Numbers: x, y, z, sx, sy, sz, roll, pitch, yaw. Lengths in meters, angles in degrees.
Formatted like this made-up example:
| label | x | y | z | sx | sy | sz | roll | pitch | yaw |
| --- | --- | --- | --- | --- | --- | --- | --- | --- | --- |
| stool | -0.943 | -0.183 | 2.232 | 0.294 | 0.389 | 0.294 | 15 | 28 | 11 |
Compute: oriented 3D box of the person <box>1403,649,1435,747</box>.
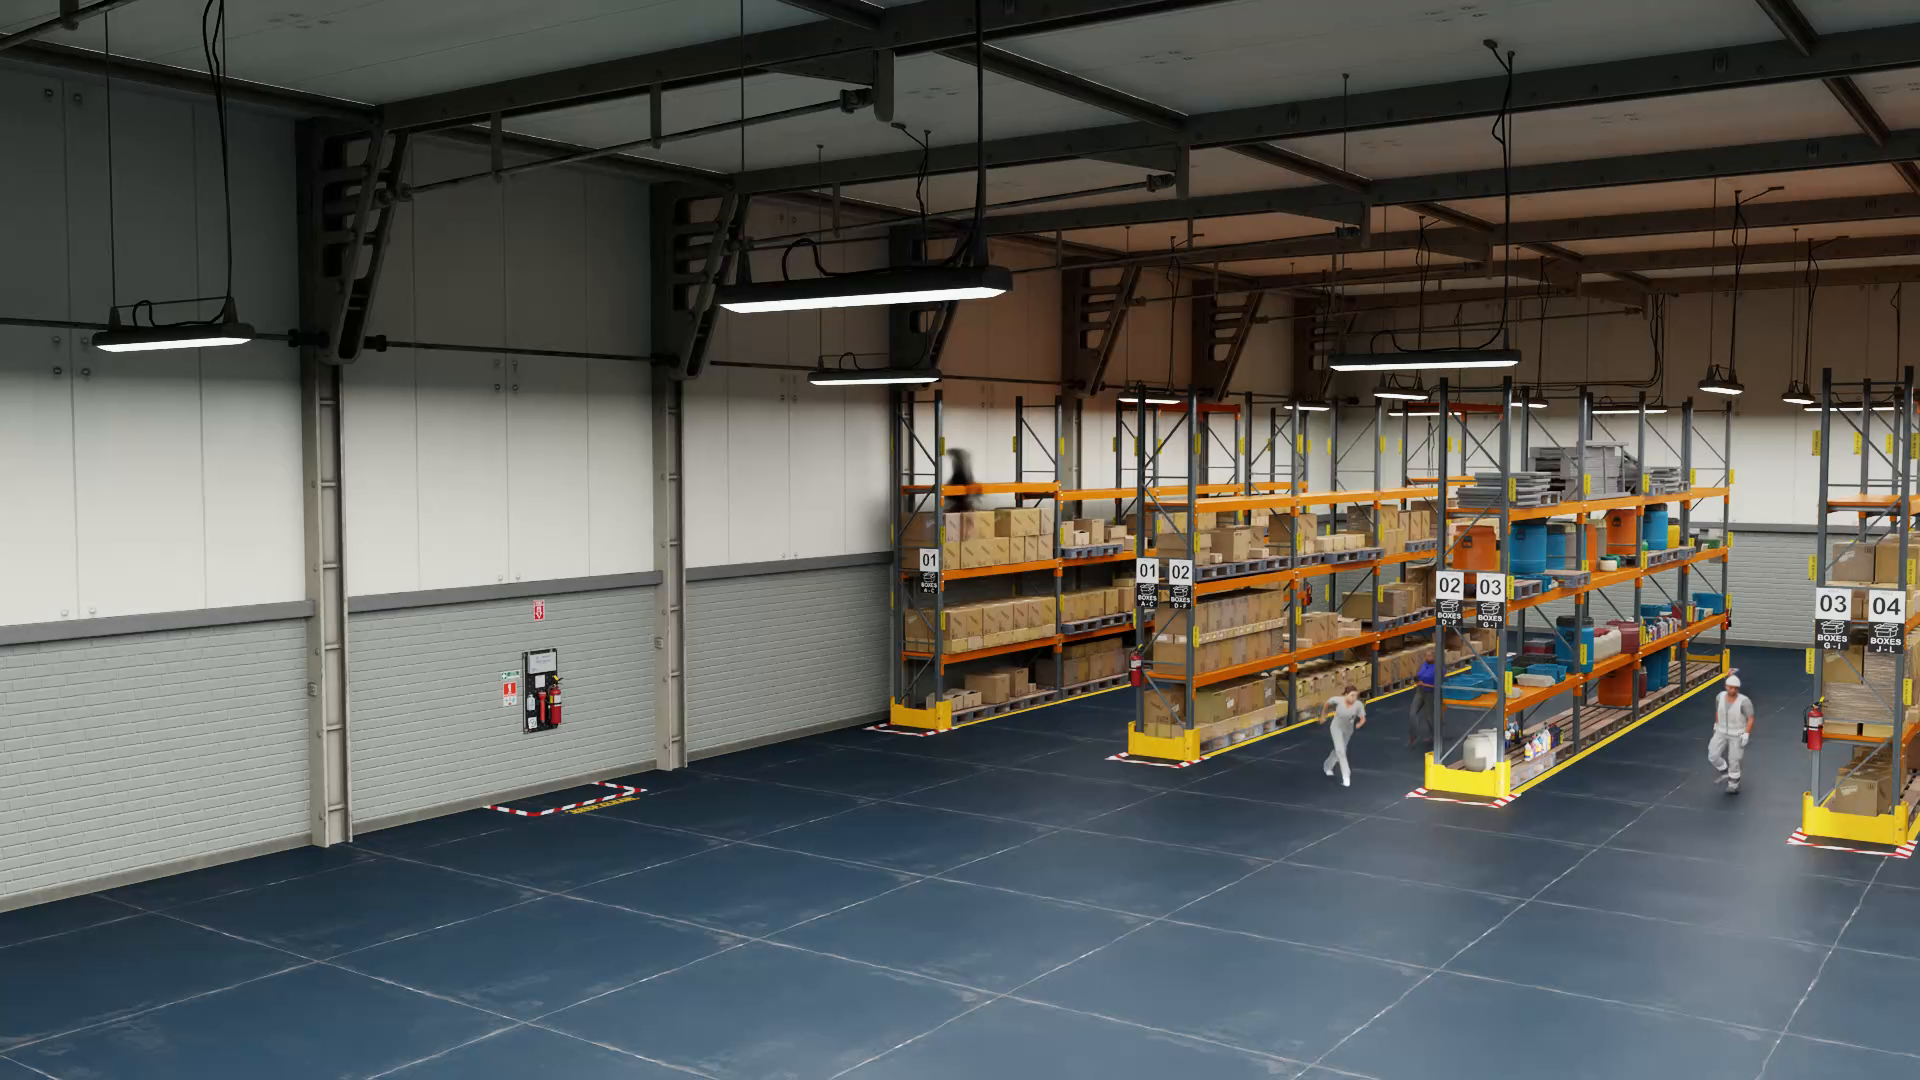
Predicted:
| label | x | y | z | sx | sy | sz | roll | pitch | yaw |
| --- | --- | --- | --- | --- | --- | --- | --- | --- | --- |
| person | 7.831 | 2.643 | 27.683 | 0.708 | 1.689 | 0.610 | -3 | 4 | -39 |

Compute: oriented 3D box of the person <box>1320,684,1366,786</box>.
| label | x | y | z | sx | sy | sz | roll | pitch | yaw |
| --- | --- | --- | --- | --- | --- | --- | --- | --- | --- |
| person | 5.671 | 2.842 | 24.699 | 0.586 | 1.496 | 1.057 | 0 | 3 | -4 |

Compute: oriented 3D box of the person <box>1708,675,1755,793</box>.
| label | x | y | z | sx | sy | sz | roll | pitch | yaw |
| --- | --- | --- | --- | --- | --- | --- | --- | --- | --- |
| person | 11.053 | 2.786 | 23.841 | 0.616 | 1.731 | 0.689 | -3 | 4 | -42 |
